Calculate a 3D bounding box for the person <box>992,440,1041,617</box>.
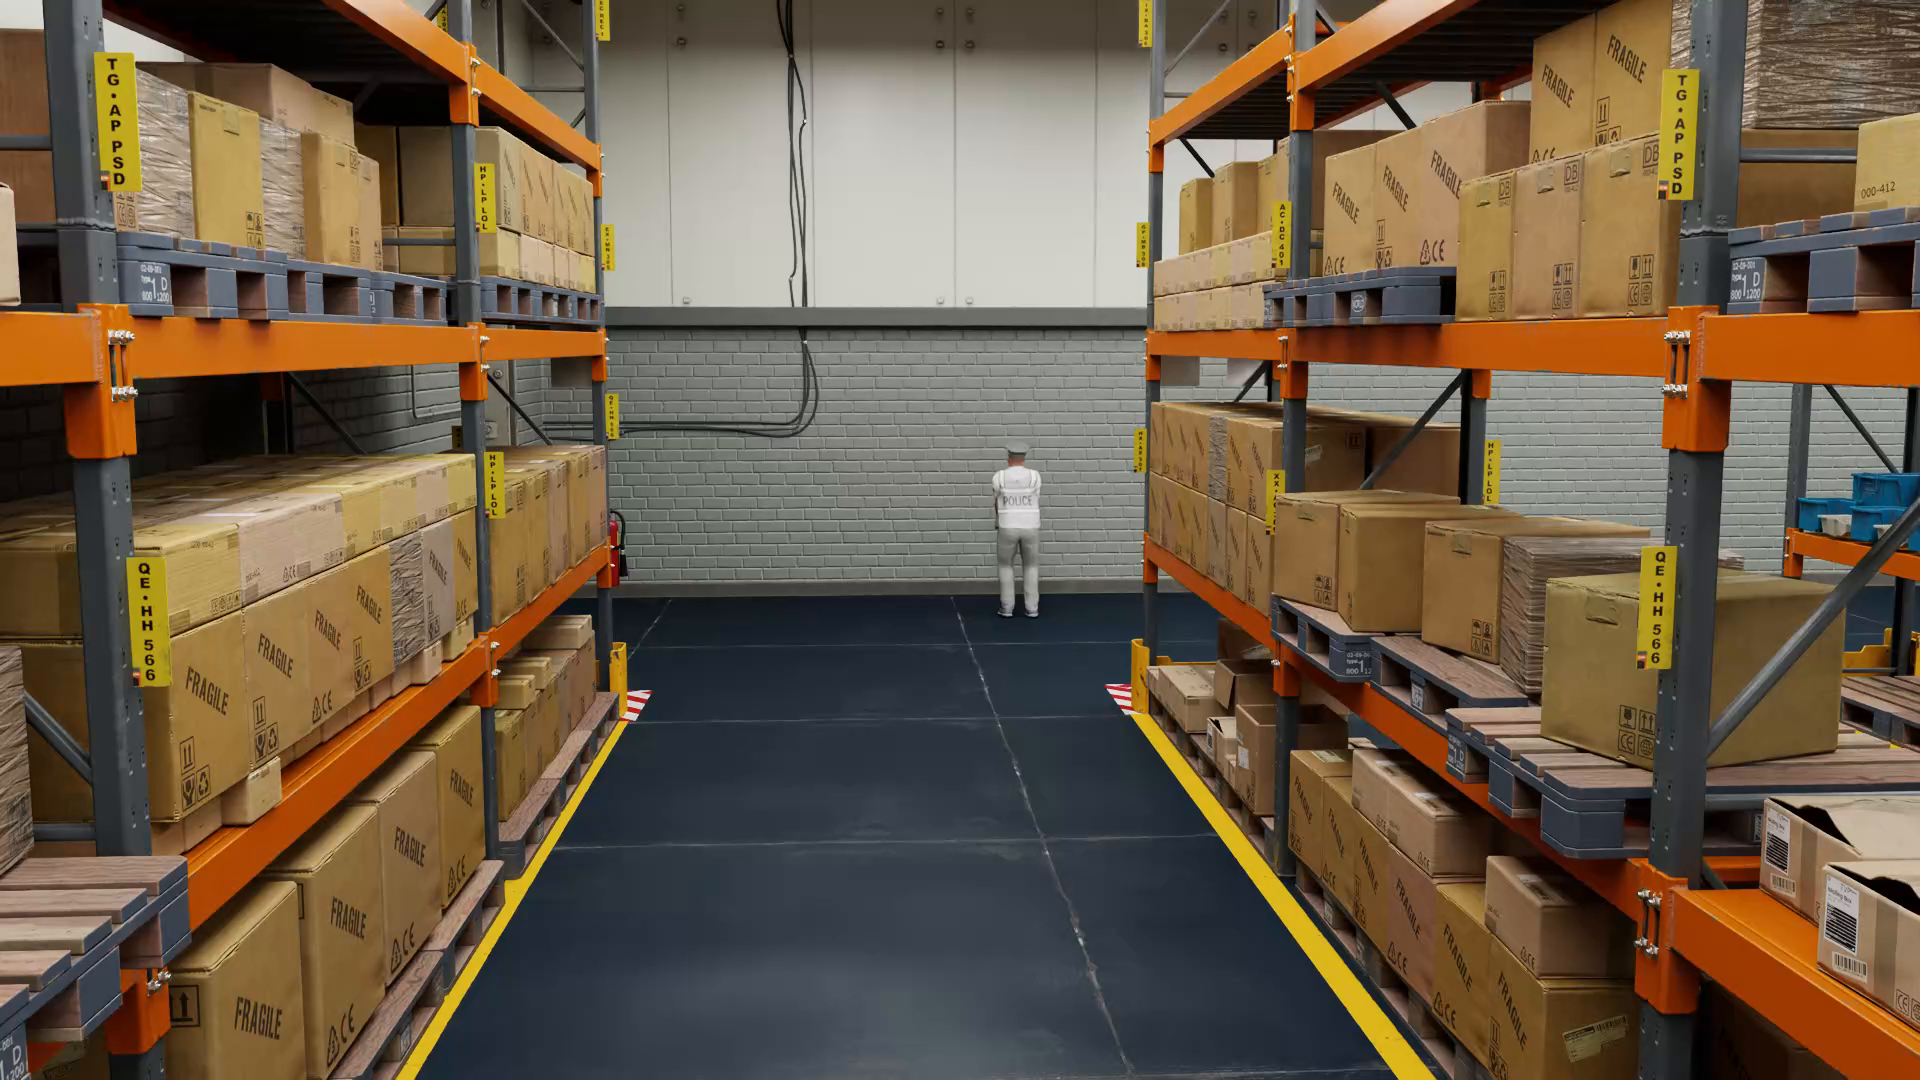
[{"bbox_3d":[0.557,-0.114,16.633,0.490,1.766,0.566,0,7,-3],"label":"person"}]
